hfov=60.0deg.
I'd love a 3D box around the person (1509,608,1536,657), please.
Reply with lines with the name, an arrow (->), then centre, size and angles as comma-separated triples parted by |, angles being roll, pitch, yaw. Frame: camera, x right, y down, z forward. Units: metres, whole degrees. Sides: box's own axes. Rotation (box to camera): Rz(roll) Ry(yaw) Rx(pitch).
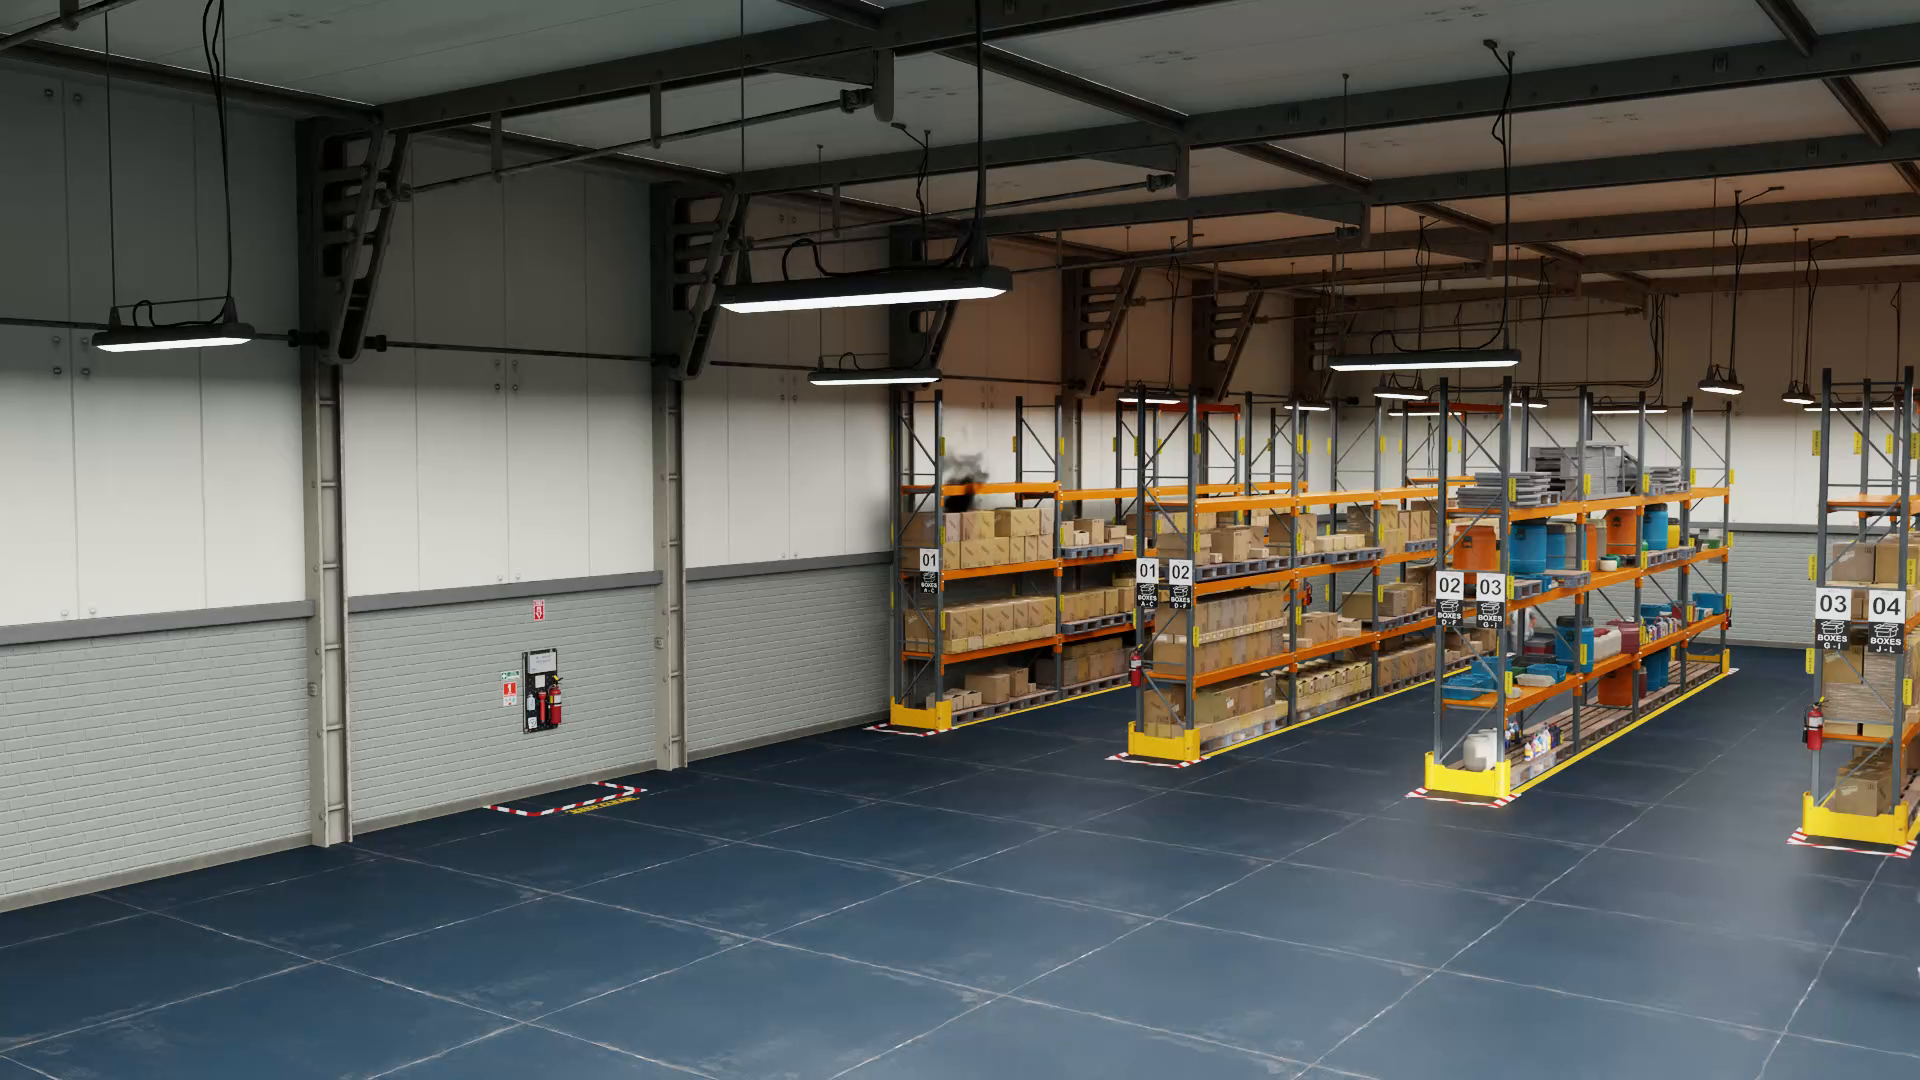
person -> 12.013, 2.098, 35.736 | 0.623, 1.836, 0.848 | 2, 4, 26
